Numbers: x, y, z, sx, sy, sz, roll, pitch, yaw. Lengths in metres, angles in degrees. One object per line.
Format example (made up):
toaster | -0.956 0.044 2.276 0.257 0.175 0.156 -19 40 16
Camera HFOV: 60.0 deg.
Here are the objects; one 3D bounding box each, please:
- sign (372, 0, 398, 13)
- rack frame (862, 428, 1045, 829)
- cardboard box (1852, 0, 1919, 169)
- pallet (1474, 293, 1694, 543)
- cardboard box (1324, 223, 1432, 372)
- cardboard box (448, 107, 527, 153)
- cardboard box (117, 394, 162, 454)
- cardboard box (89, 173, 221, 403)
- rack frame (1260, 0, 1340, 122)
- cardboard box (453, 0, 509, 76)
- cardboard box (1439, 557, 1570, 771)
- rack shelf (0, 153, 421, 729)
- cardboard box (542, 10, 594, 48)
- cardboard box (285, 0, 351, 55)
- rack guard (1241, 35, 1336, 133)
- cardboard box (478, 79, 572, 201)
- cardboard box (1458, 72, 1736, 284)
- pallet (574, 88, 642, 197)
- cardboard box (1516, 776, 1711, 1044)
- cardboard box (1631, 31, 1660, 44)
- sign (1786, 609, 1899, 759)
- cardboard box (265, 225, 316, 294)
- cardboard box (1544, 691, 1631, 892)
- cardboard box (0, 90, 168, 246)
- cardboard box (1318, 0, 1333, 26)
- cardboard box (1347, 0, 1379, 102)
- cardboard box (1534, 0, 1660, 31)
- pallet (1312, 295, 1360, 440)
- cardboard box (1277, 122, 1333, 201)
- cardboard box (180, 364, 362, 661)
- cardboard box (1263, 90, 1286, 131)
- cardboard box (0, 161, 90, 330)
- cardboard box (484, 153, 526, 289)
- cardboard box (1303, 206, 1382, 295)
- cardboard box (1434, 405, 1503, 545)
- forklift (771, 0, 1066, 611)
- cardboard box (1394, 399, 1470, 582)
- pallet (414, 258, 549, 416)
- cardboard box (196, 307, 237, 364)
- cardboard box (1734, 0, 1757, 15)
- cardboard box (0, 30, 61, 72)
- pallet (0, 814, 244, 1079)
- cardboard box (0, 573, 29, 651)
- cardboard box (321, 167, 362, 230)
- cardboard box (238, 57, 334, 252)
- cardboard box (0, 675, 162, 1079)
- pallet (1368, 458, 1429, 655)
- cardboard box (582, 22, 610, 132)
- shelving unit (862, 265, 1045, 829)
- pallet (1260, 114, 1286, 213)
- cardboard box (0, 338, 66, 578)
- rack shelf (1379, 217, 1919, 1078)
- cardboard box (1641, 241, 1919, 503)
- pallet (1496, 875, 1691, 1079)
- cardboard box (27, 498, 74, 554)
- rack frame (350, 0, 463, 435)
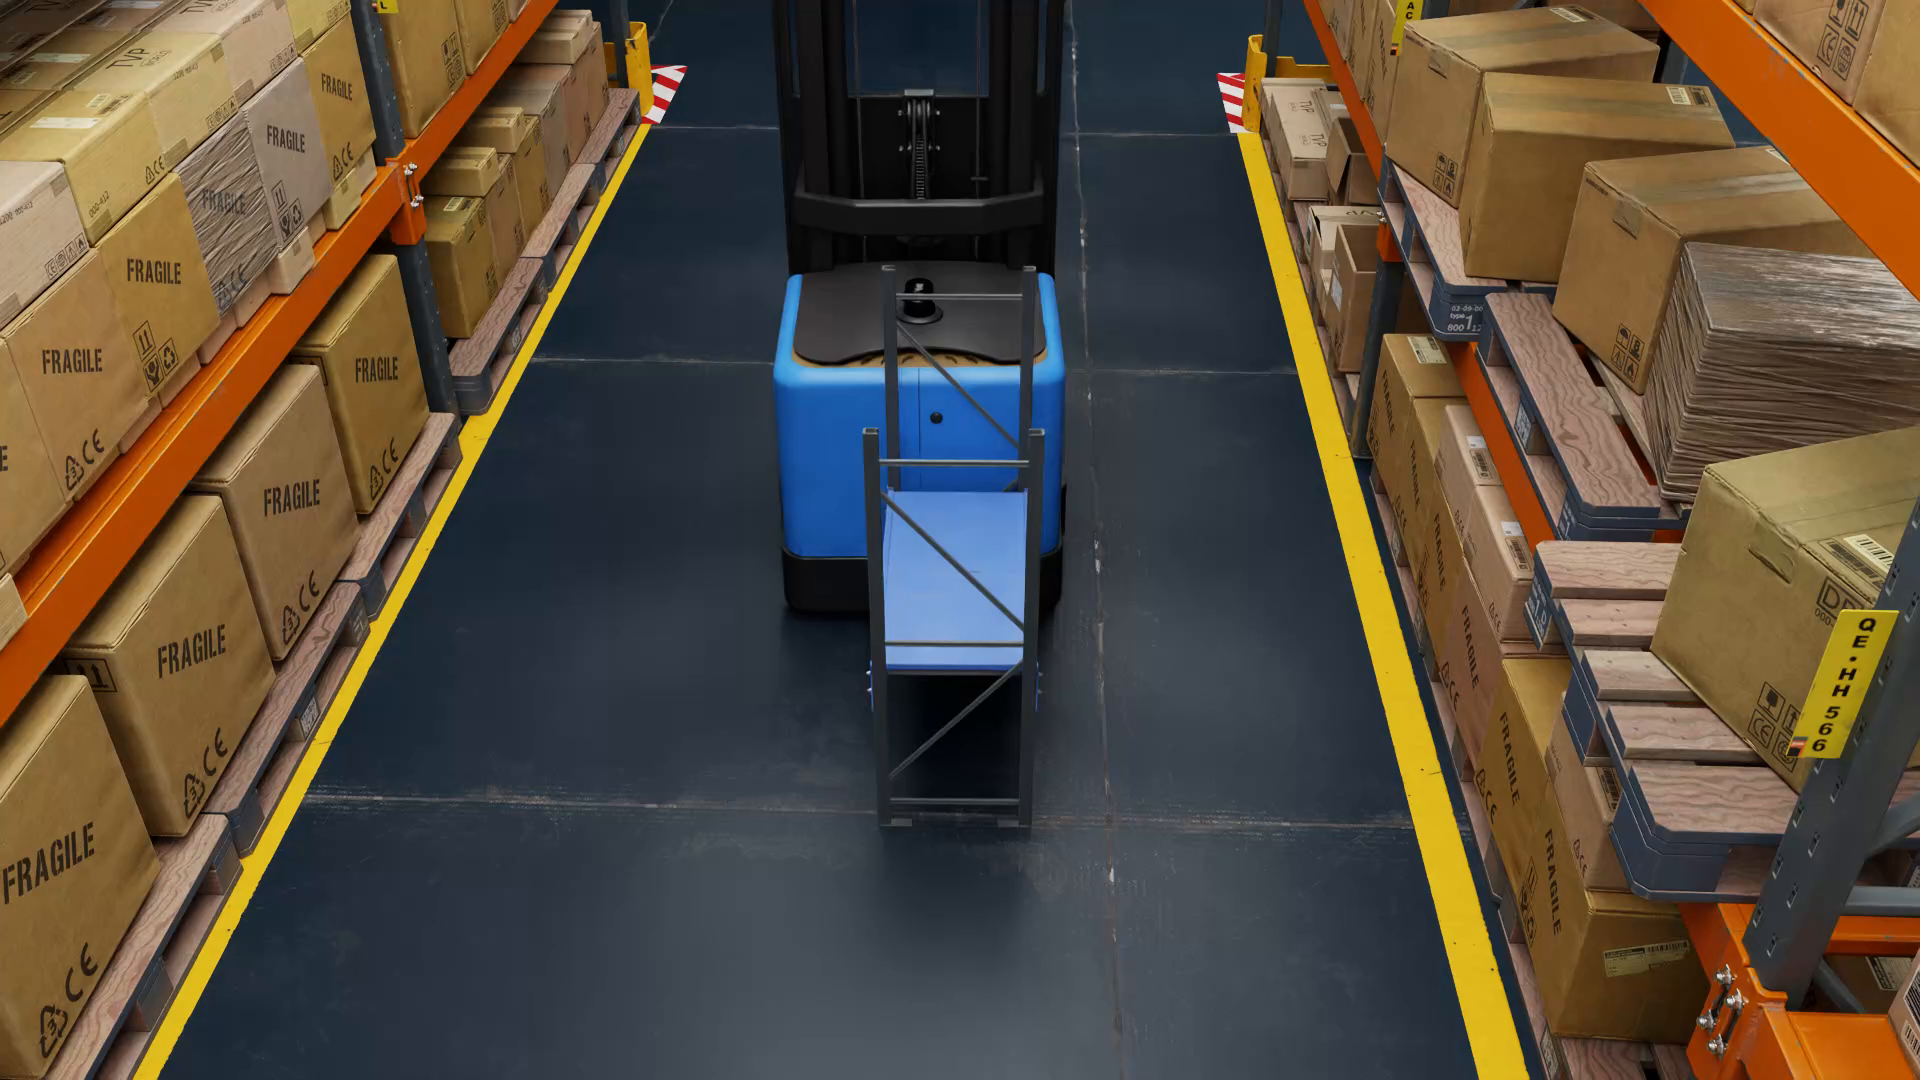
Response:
sign | -2.194 -2.146 6.256 0.100 0.325 0.005 1 35 2
rack frame | -0.017 0.315 4.997 0.500 1.500 0.032 0 35 1
cardboard box | 2.037 -0.821 2.613 0.910 0.500 0.500 1 35 2
pallet | 2.126 -0.340 4.792 1.003 0.211 1.213 1 35 2
cardboard box | 1.953 -1.090 7.484 0.500 0.500 0.500 1 35 2
cardboard box | -2.387 -2.046 8.296 0.380 0.149 0.250 0 35 1
cardboard box | -2.602 -0.384 4.889 0.380 0.149 0.250 2 35 2
cardboard box | -2.557 -0.742 4.834 0.500 0.500 0.500 2 35 3
rack frame | 2.374 -3.897 9.687 1.000 3.000 0.127 1 35 2
cardboard box | -2.663 -2.565 7.530 0.980 0.700 0.700 0 35 1
cardboard box | 1.892 0.400 5.363 0.500 0.500 0.500 0 35 0
rack shelf | -2.817 -0.268 5.148 1.077 0.370 4.000 1 35 2
cardboard box | -2.327 -2.942 9.571 0.380 0.149 0.250 1 35 1
cardboard box | -2.499 -1.915 5.850 0.500 0.250 0.500 2 35 3
rack guard | 2.371 -2.831 10.343 1.175 0.500 0.348 1 35 2
cardboard box | -2.543 -2.178 9.049 0.700 0.500 0.500 0 35 0
cardboard box | 2.007 -1.148 5.323 0.700 0.500 0.500 7 36 9
pallet | -2.530 -2.407 9.992 1.003 0.211 1.213 1 35 2
cardboard box | 1.856 0.999 4.511 0.500 0.500 0.500 3 35 4
cardboard box | 2.506 -1.927 6.796 0.500 0.500 0.500 2 35 3
sign | 1.510 0.251 2.847 0.100 0.325 0.005 1 35 2
cardboard box | -2.461 -0.970 5.722 0.380 0.149 0.250 1 35 2
cardboard box | 1.854 0.660 4.342 0.500 0.250 0.500 3 35 4
cardboard box | -2.570 -1.035 4.599 0.500 0.250 0.500 1 35 1
cardboard box | 2.033 -2.817 8.063 0.500 0.500 0.500 2 35 3
cardboard box | 1.997 -2.229 7.226 0.500 0.500 0.500 2 35 3
cardboard box | 2.514 -2.313 6.476 0.500 0.500 0.500 2 35 3
pallet | 2.242 -0.853 7.780 1.003 0.211 1.213 1 35 2
cardboard box | 2.029 -2.072 9.098 0.500 0.250 0.500 1 35 2
cardboard box | -2.665 -0.116 5.811 0.750 0.750 0.750 2 35 3
cardboard box | 2.004 -2.542 9.839 0.380 0.166 0.250 1 35 2
cardboard box | -2.584 -0.742 4.182 0.500 0.250 0.500 2 35 2
cardboard box | -2.580 -1.576 8.193 0.700 0.500 0.500 1 35 1
cardboard box | 1.983 -1.444 8.151 0.500 0.311 0.500 1 35 2
cardboard box | 1.910 -0.216 5.588 0.500 0.250 0.500 1 35 2
forklift | -0.160 -1.748 6.688 1.130 2.935 3.031 0 35 -1
cardboard box | 1.940 -0.177 6.185 0.500 0.500 0.500 2 35 3
pallet | -2.628 -1.006 7.997 1.003 0.211 1.213 1 35 2
cardboard box | -2.562 -0.687 5.320 0.380 0.149 0.250 0 35 1
cardboard box | 2.078 -1.412 3.455 0.910 0.500 0.500 1 35 2
cardboard box | -3.044 -1.342 5.035 0.500 0.250 0.500 0 35 0
pallet | -2.790 1.276 4.750 1.003 0.211 1.213 1 35 2
cardboard box | -2.538 0.202 4.055 0.380 0.149 0.250 2 35 3
cardboard box | -2.453 -1.270 6.150 0.380 0.149 0.250 2 35 3
cardboard box | -2.514 -1.318 5.653 0.500 0.500 0.500 2 35 2
cardboard box | -2.736 0.875 4.401 0.750 0.750 0.750 1 35 1
pallet | 2.219 0.010 6.552 1.003 0.211 1.213 1 35 2
cardboard box | -2.504 -2.754 9.869 0.700 0.500 0.500 1 35 2
shelving unit | -0.010 0.023 5.413 0.538 1.500 1.048 0 35 1
pallet | 2.340 -2.255 9.775 1.003 0.211 1.213 1 35 2
cardboard box | -2.591 -0.158 4.003 0.500 0.500 0.500 2 35 3
rack shelf | 2.133 -0.156 4.988 1.077 0.370 4.000 1 35 2
cardboard box | 2.193 -0.399 4.257 0.700 0.500 0.500 8 36 11
pallet | 2.121 1.412 4.558 1.003 0.211 1.213 1 35 2
cardboard box | -2.650 -0.094 4.477 0.380 0.149 0.250 2 35 3
rack frame | -2.736 -1.711 6.576 1.000 3.000 0.127 1 35 2
